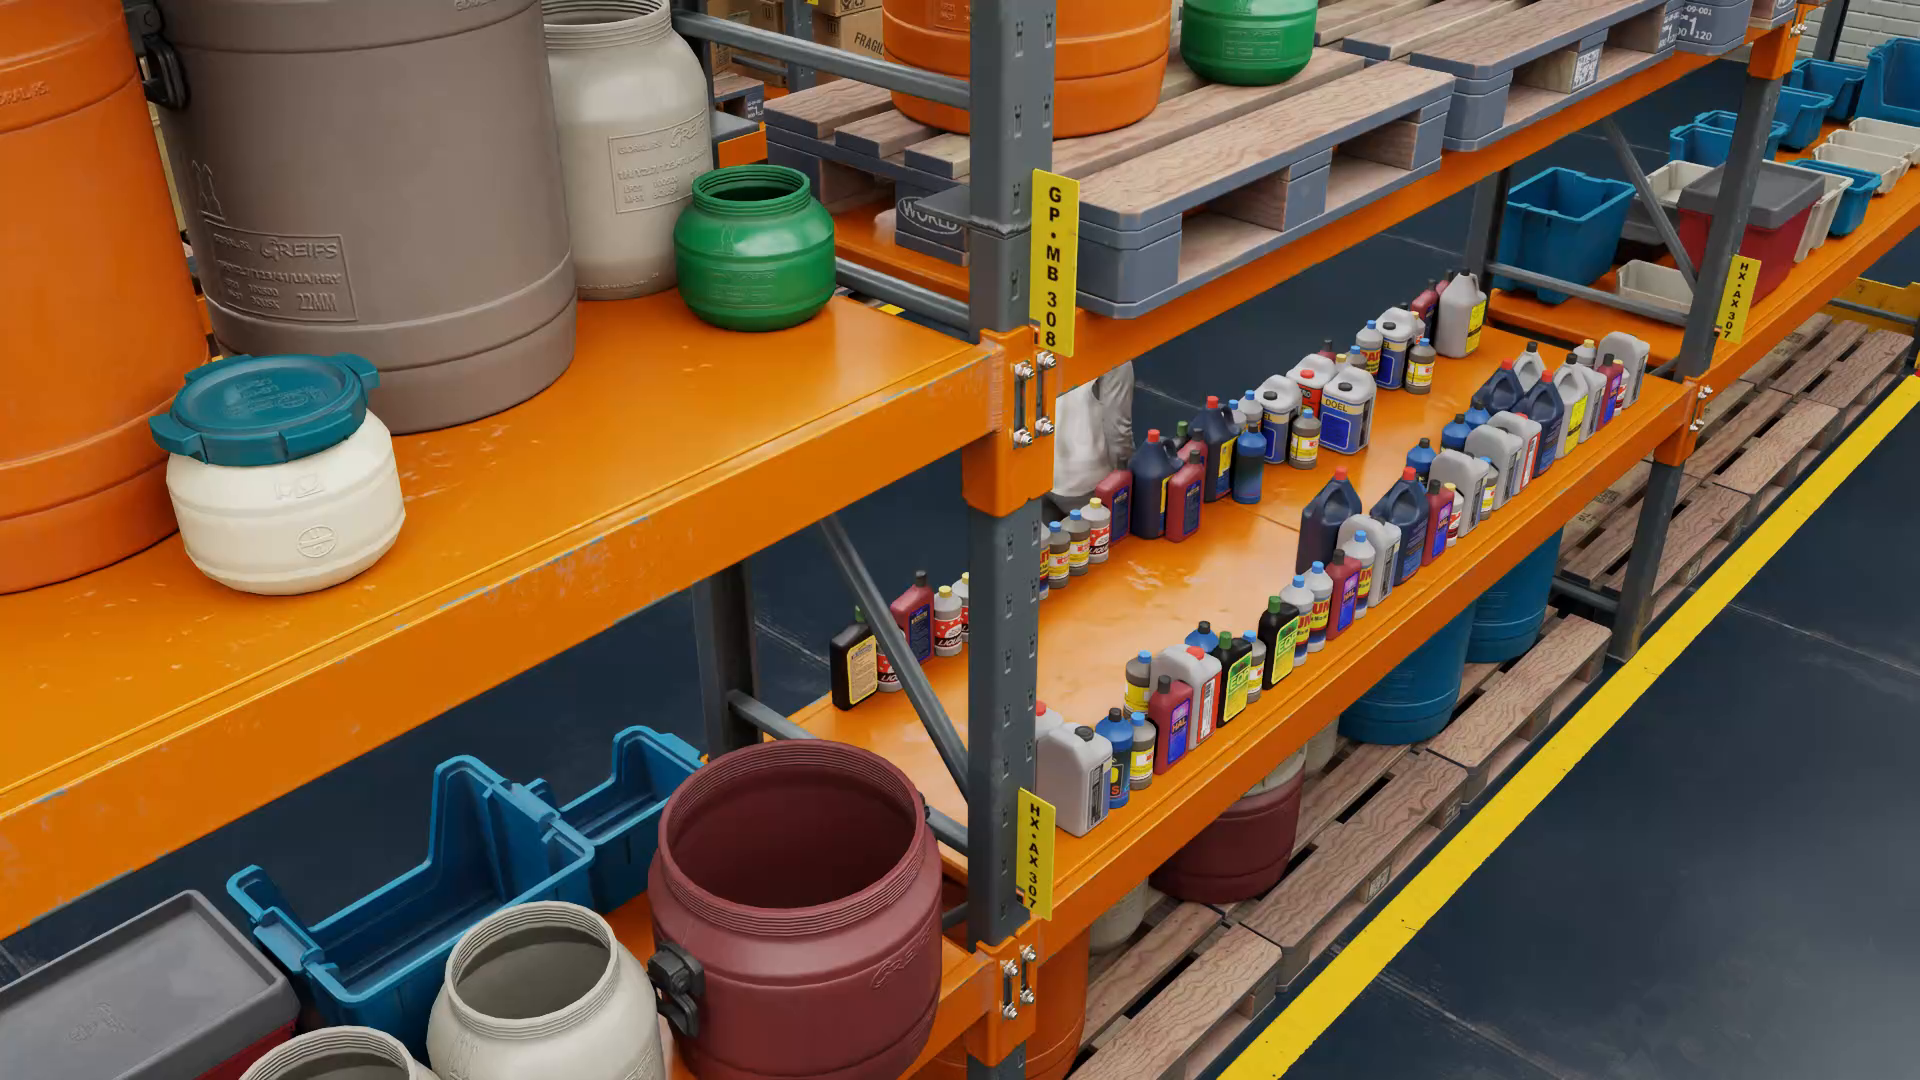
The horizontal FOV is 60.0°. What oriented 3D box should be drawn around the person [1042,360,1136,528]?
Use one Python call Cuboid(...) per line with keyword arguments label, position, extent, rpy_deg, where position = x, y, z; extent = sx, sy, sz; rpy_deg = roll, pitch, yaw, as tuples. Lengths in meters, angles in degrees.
Cuboid(label="person", position=(0.451, -0.301, 6.606), extent=(0.585, 1.771, 0.466), rpy_deg=(25, 39, 35))
